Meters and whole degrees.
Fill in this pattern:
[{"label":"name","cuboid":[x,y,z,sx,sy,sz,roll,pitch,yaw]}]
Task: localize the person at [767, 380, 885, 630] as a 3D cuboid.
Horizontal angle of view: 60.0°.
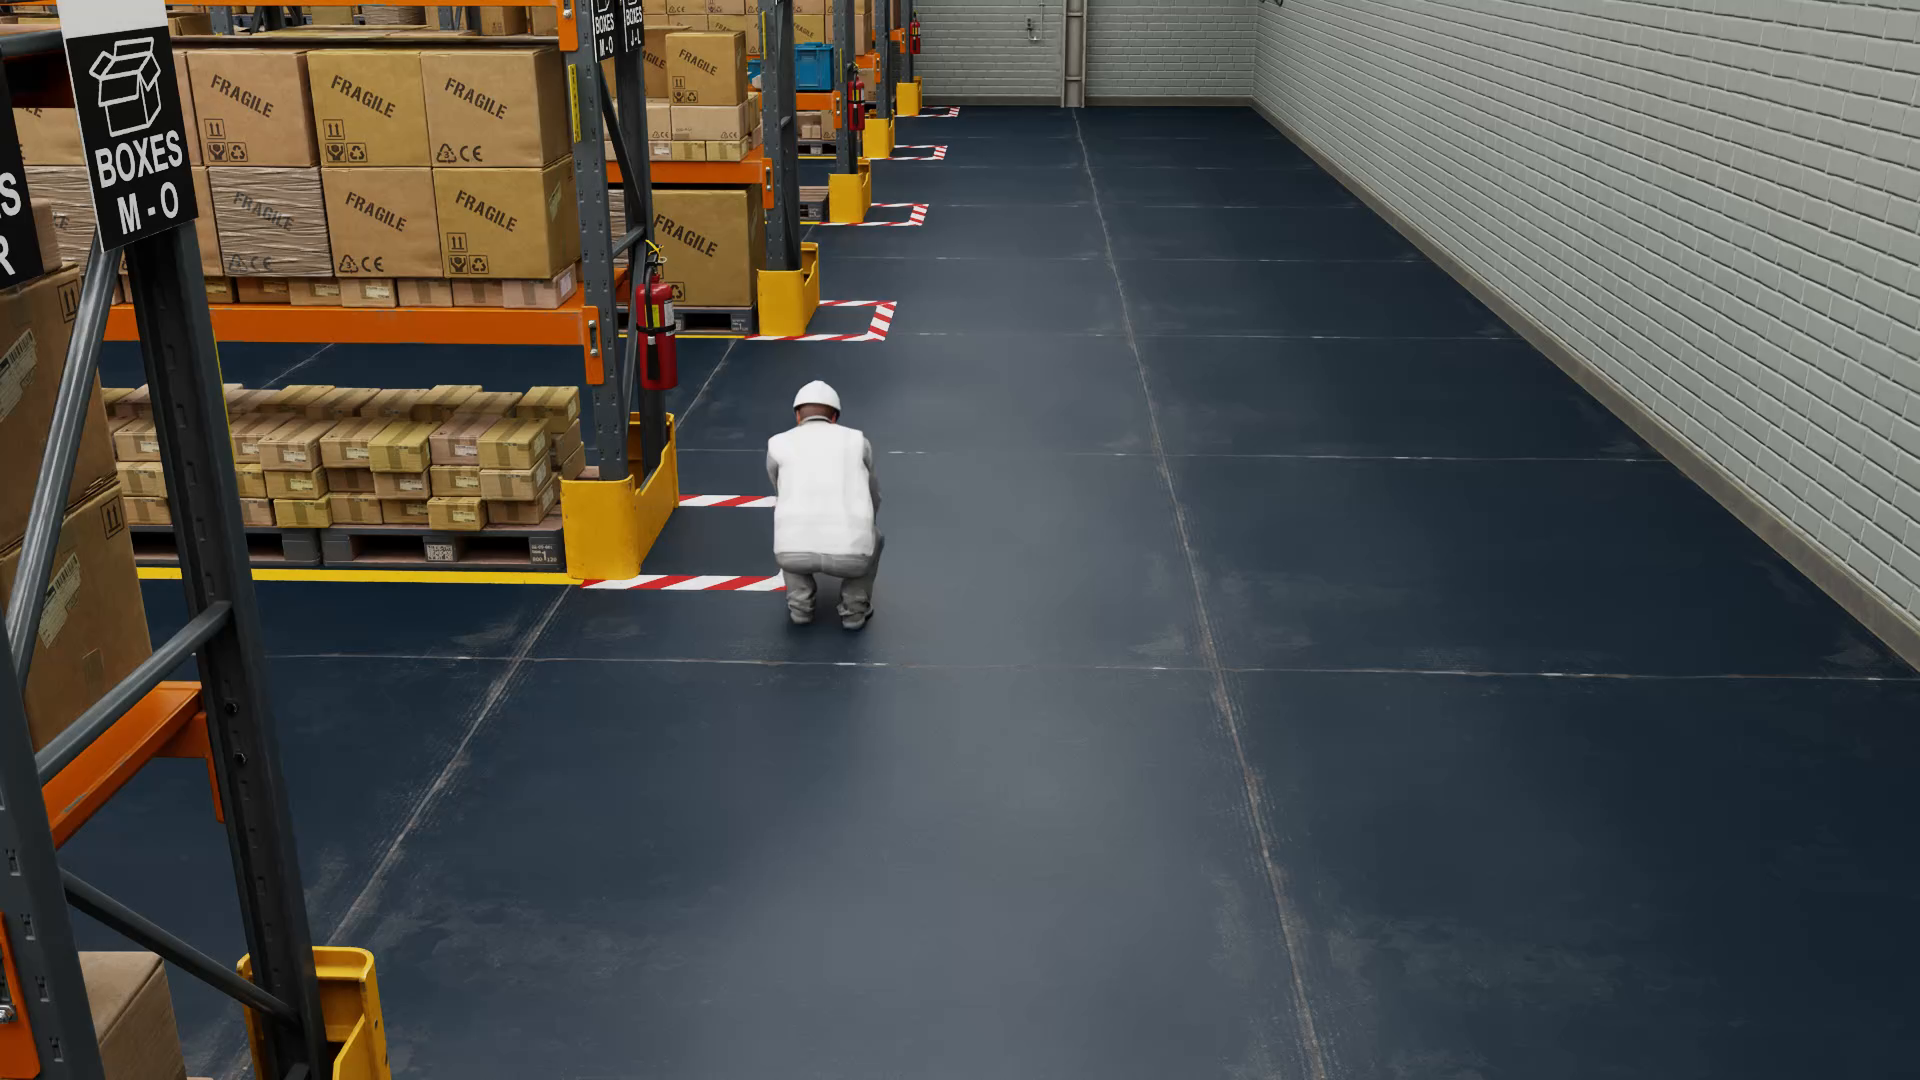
[{"label":"person","cuboid":[-0.616,-0.158,7.562,0.527,1.012,0.854,1,21,1]}]
